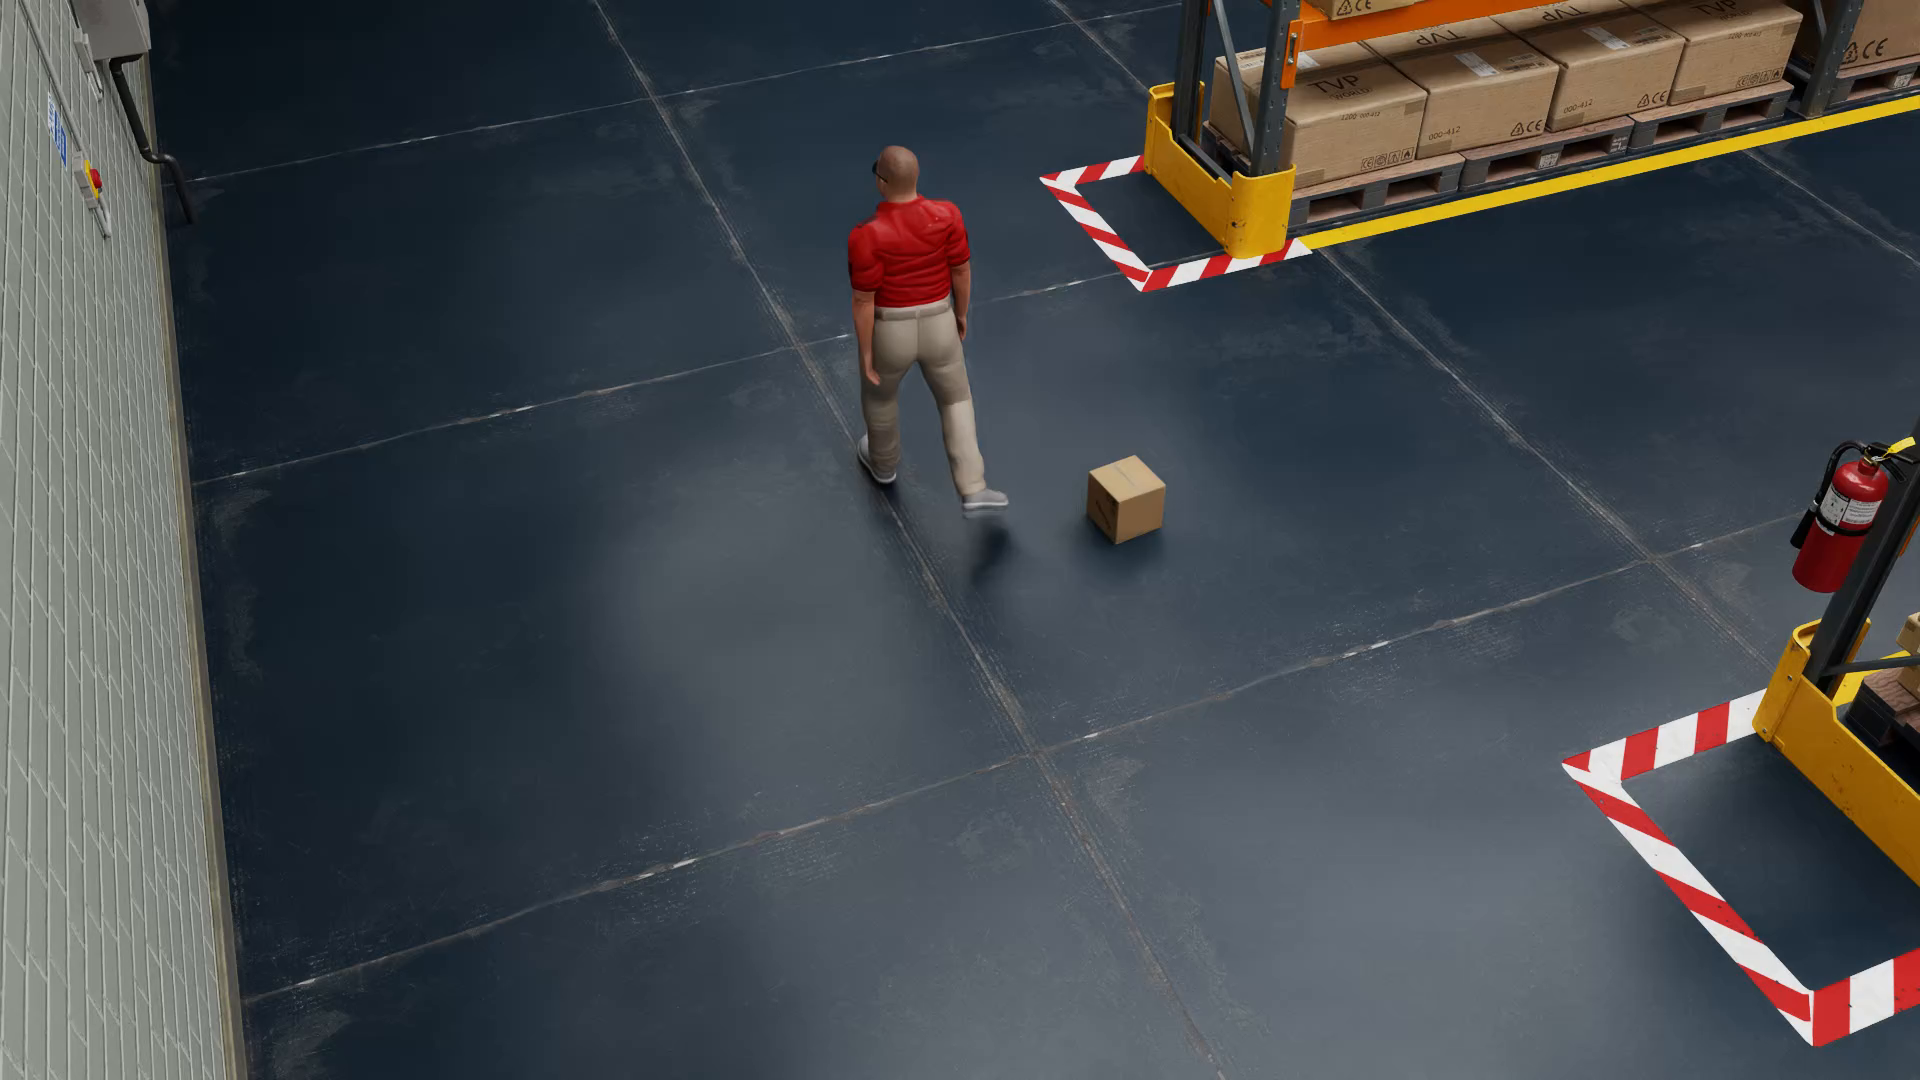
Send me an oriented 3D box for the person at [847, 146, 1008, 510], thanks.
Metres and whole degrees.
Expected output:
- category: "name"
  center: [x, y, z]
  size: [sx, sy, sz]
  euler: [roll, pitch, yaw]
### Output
- category: "person"
  center: [-0.159, -0.860, 7.127]
  size: [0.601, 1.705, 0.874]
  euler: [-13, 43, -14]
